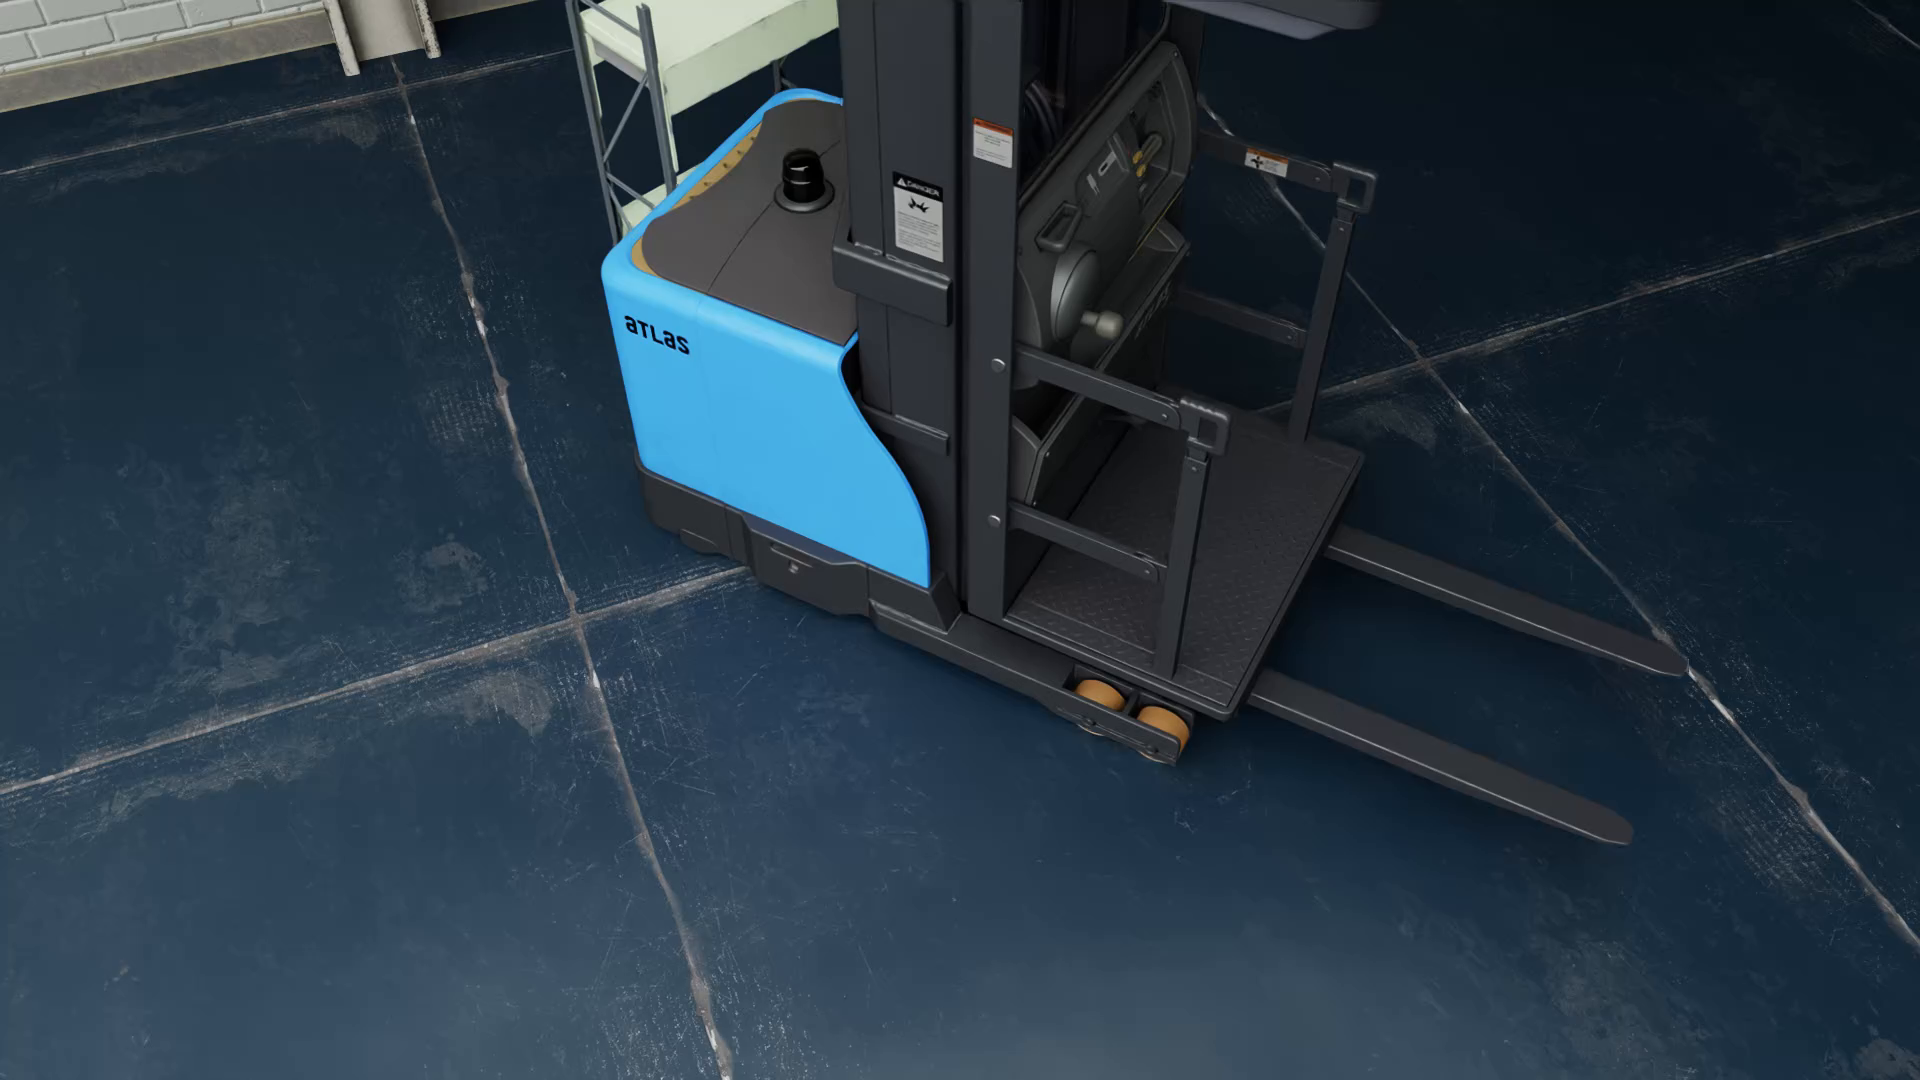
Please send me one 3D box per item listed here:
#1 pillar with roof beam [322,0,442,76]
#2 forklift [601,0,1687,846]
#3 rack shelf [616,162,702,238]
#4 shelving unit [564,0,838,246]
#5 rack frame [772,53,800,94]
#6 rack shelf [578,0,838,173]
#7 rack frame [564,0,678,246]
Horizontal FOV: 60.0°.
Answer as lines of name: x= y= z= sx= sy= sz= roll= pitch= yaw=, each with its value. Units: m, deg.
pillar with roof beam: x=-0.793 y=-1.998 z=1.034 sx=0.400 sy=9.000 sz=9.100 roll=-17 pitch=52 yaw=-14
forklift: x=0.550 y=-0.792 z=3.998 sx=3.031 sy=2.935 sz=1.130 roll=22 pitch=53 yaw=18
rack shelf: x=-0.734 y=-1.044 z=5.588 sx=0.431 sy=0.370 sz=0.720 roll=37 pitch=59 yaw=27
shelving unit: x=-0.734 y=-1.257 z=5.341 sx=0.431 sy=1.500 sz=0.755 roll=37 pitch=59 yaw=27
rack frame: x=-0.477 y=-1.454 z=5.510 sx=0.400 sy=1.500 sz=0.023 roll=37 pitch=59 yaw=27
rack shelf: x=-0.734 y=-1.511 z=5.045 sx=0.431 sy=0.370 sz=0.720 roll=37 pitch=59 yaw=27
rack frame: x=-0.992 y=-1.059 z=5.171 sx=0.400 sy=1.500 sz=0.023 roll=37 pitch=59 yaw=27
